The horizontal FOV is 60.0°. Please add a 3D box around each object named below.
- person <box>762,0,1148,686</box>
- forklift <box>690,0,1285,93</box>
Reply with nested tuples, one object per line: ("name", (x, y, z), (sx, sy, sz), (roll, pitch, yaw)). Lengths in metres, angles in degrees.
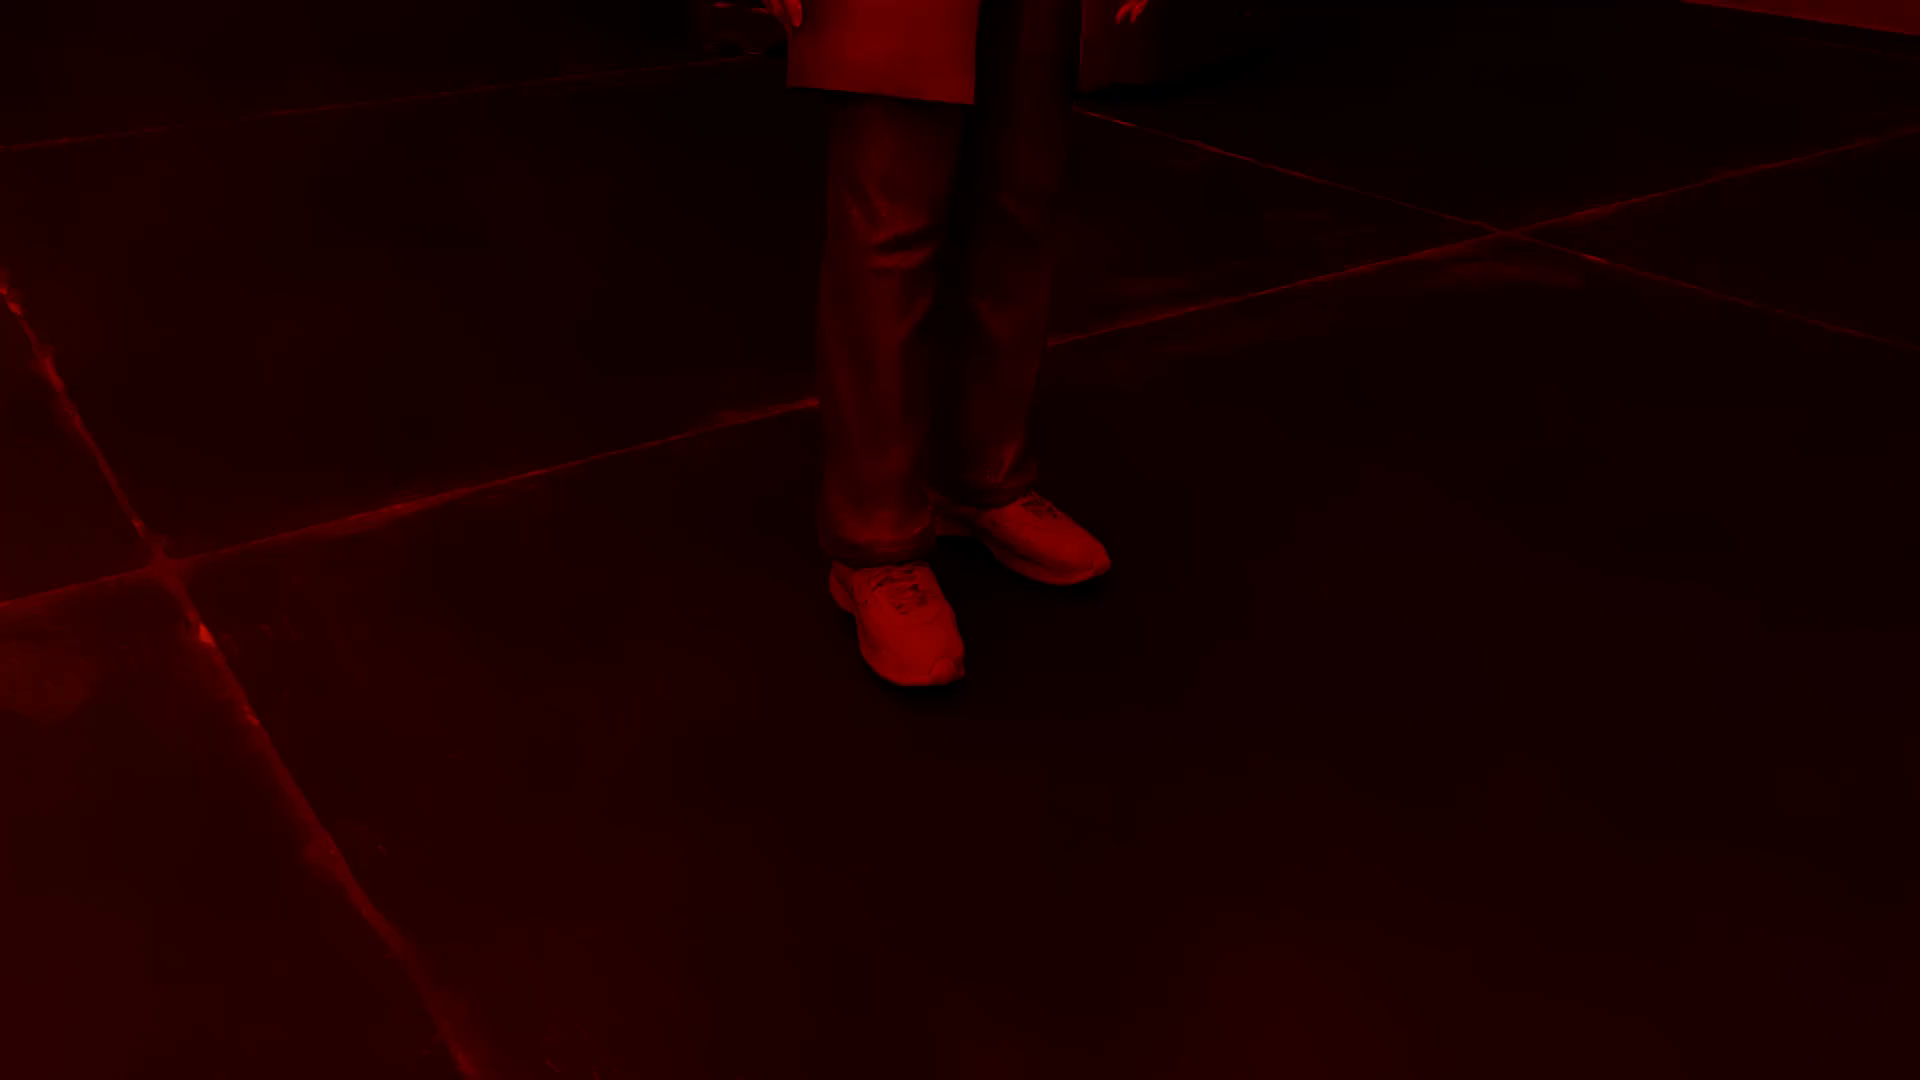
("person", (0.048, -0.726, 2.049), (0.694, 1.687, 0.580), (-17, 31, -31))
("forklift", (-0.366, -3.223, 5.656), (3.031, 2.935, 1.130), (17, 32, 31))
